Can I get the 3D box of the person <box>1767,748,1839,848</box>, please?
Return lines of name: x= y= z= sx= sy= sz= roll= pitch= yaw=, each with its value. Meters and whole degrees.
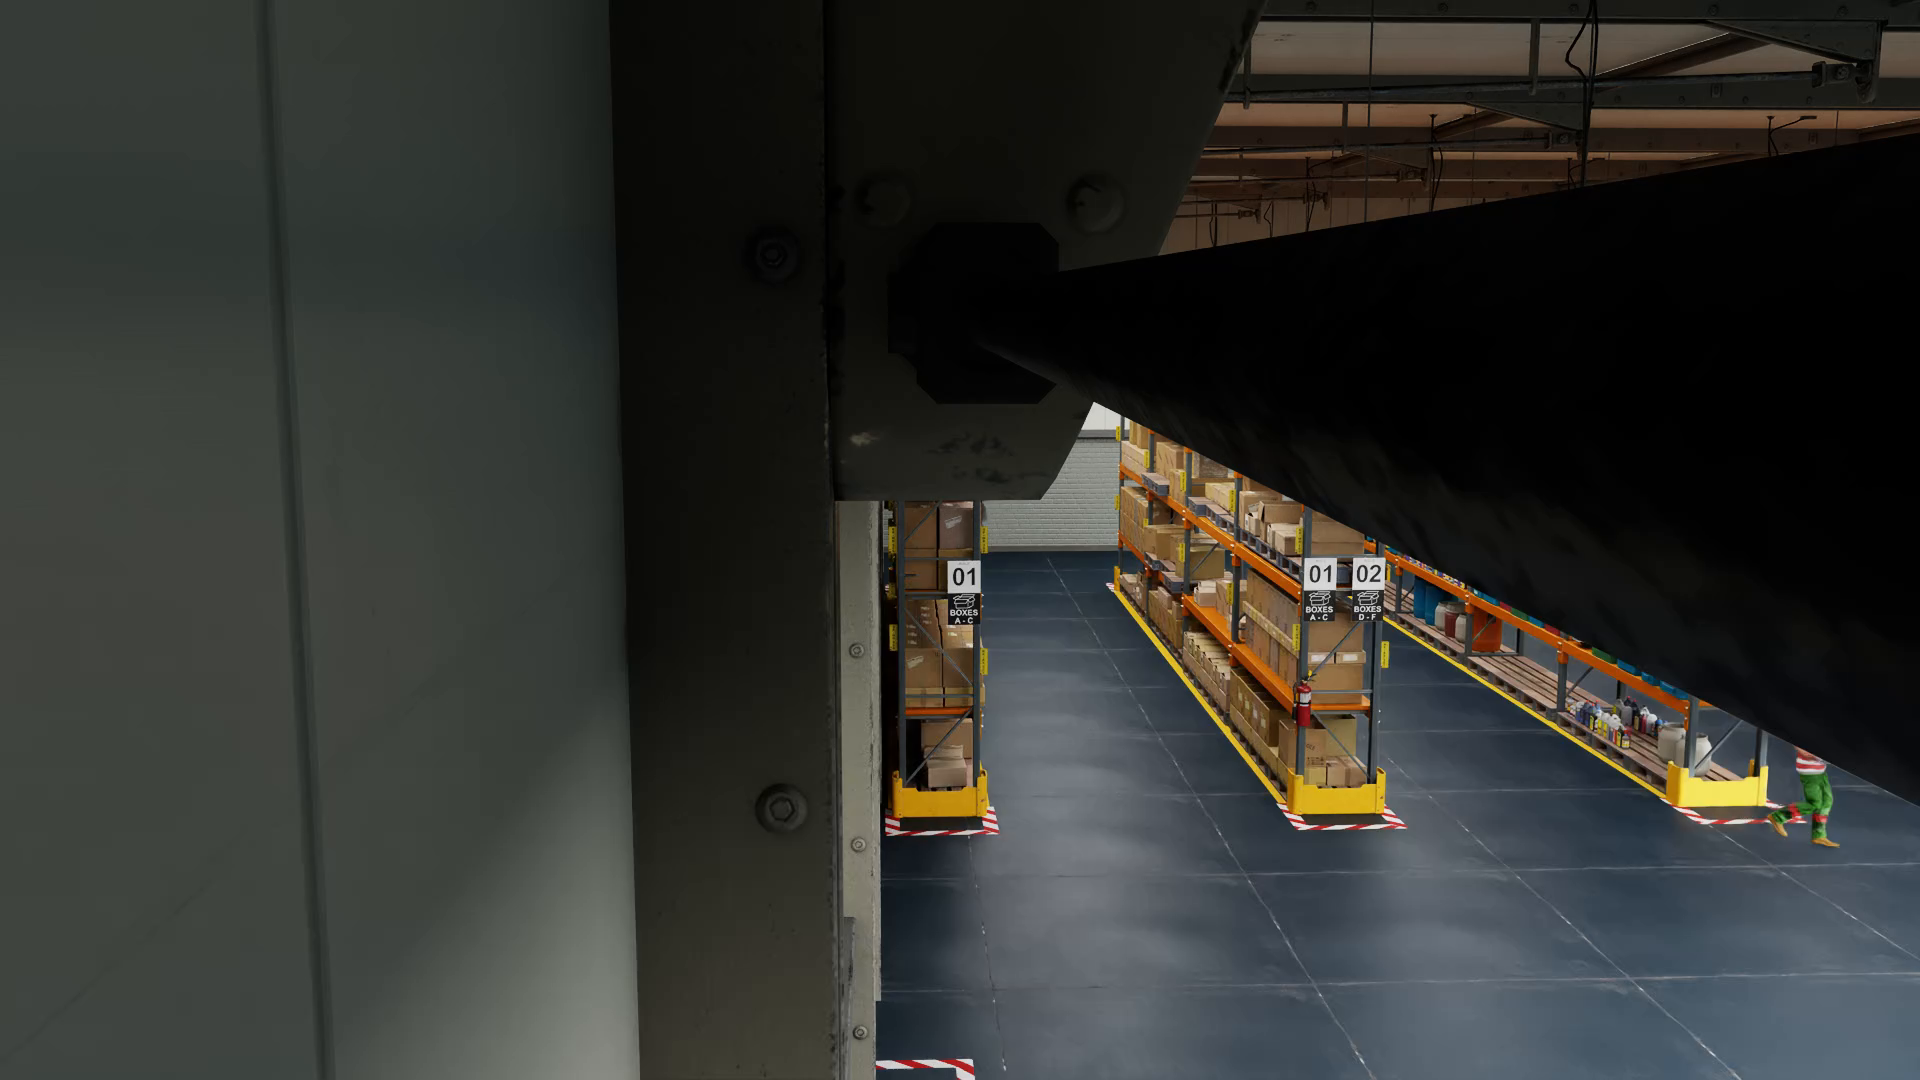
person: x=9.868 y=2.693 z=19.363 sx=0.772 sy=1.782 sz=0.672 roll=5 pitch=10 yaw=31
